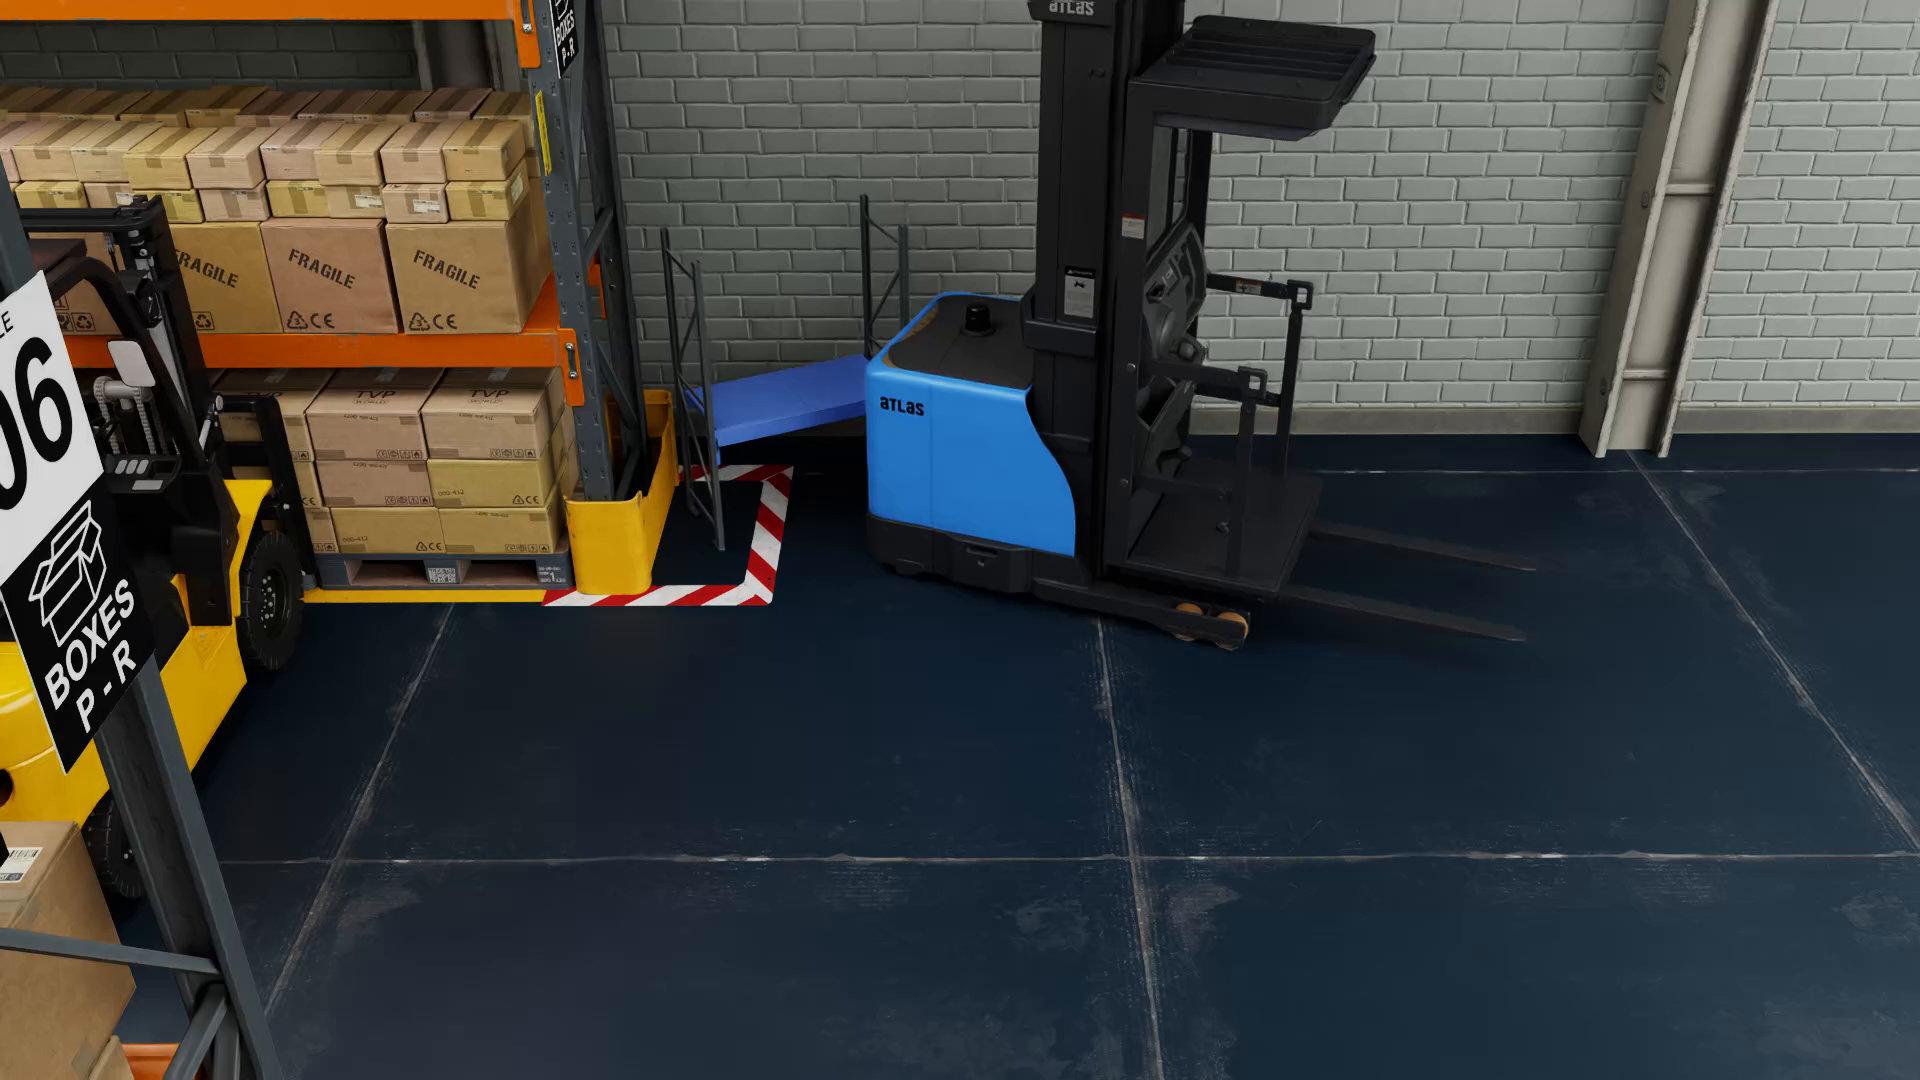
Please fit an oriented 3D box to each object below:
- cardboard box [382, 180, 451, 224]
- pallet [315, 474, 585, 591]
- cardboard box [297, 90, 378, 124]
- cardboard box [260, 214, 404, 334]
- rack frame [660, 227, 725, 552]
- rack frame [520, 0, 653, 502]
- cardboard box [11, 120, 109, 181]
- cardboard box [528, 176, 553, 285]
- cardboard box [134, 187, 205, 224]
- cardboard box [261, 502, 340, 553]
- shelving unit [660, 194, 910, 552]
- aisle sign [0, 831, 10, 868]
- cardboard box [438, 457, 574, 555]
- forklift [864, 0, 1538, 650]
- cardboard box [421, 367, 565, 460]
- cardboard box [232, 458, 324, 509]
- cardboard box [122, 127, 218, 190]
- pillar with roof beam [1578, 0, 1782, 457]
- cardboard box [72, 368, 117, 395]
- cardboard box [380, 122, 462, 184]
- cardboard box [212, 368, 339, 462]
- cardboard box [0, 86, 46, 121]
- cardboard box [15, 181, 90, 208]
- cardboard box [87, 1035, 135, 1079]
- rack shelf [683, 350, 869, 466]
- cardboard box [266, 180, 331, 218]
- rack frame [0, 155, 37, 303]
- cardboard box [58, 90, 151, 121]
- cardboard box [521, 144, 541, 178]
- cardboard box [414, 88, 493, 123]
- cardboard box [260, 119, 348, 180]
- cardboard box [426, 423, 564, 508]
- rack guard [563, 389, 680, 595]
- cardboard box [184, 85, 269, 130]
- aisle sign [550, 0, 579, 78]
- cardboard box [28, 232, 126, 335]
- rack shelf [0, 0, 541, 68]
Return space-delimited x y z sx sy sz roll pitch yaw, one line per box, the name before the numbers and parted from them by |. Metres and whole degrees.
cardboard box | -2.271 -1.484 7.083 0.250 0.149 0.380 0 31 0
pallet | -2.435 -0.111 8.229 1.213 0.211 1.003 0 31 0
cardboard box | -2.781 -1.899 7.480 0.250 0.149 0.380 0 31 0
cardboard box | -2.680 -1.235 7.298 0.500 0.500 0.500 1 31 1
rack frame | -1.277 -0.703 7.962 0.032 1.500 0.500 -15 34 -22
rack frame | -1.671 -1.327 7.545 0.127 3.000 1.000 0 31 0
cardboard box | -3.813 -1.664 7.092 0.250 0.149 0.380 0 31 0
cardboard box | -2.168 -1.512 7.754 0.500 0.500 0.500 1 31 1
cardboard box | -3.298 -1.484 7.082 0.250 0.149 0.380 0 31 0
cardboard box | -3.136 -0.172 7.888 0.500 0.250 0.500 0 31 0
shelving unit | -0.823 -0.820 8.156 1.048 1.500 0.538 -15 34 -22
aisle sign | -1.573 0.287 2.380 0.004 0.787 0.394 0 31 0
cardboard box | -2.139 -0.166 7.877 0.500 0.250 0.500 0 31 0
forklift | 1.123 -1.075 7.197 3.031 2.935 1.130 11 33 18
cardboard box | -2.129 -0.595 7.621 0.500 0.250 0.500 1 31 1
cardboard box | -3.173 -0.372 7.736 0.500 0.250 0.500 -1 31 -1
cardboard box | -3.303 -1.608 7.000 0.250 0.149 0.380 0 31 1
pillar with roof beam | 3.653 -2.143 3.106 0.400 9.000 9.100 0 31 0
cardboard box | -4.176 -0.588 7.610 0.500 0.250 0.500 1 31 1
cardboard box | -2.274 -1.647 7.064 0.250 0.149 0.380 0 31 0
cardboard box | -3.145 -0.584 7.602 0.500 0.250 0.500 0 31 0
cardboard box | -4.328 -1.930 7.531 0.250 0.149 0.380 -1 31 -1
cardboard box | -3.804 -1.493 7.098 0.250 0.149 0.380 -1 31 -1
cardboard box | -1.978 1.249 3.542 0.250 0.149 0.380 0 31 0
rack shelf | -0.823 -0.667 8.249 1.000 0.185 0.538 -15 34 -22
cardboard box | -2.779 -1.520 7.142 0.250 0.149 0.380 0 31 -1
rack frame | -1.637 -1.317 1.745 0.127 3.000 1.000 0 31 0
cardboard box | -3.819 -1.891 7.467 0.250 0.149 0.380 1 31 1
cardboard box | -2.012 -1.780 7.571 0.250 0.149 0.380 -1 31 -2
cardboard box | -2.274 -1.916 7.507 0.250 0.149 0.380 1 31 1
cardboard box | -2.785 -1.670 7.102 0.250 0.149 0.380 0 31 0
cardboard box | -2.156 -0.381 7.750 0.500 0.250 0.500 -1 31 -1
rack guard | -1.647 -0.258 8.194 0.348 0.500 1.175 0 31 0
cardboard box | -3.308 -1.936 7.540 0.250 0.149 0.380 -1 31 -1
aisle sign | -1.603 -2.286 6.620 0.004 0.787 0.394 0 31 0
cardboard box | -3.695 -1.226 7.283 0.500 0.500 0.500 0 31 0
rack shelf | -3.671 -2.295 6.943 4.000 0.370 1.077 0 31 0
